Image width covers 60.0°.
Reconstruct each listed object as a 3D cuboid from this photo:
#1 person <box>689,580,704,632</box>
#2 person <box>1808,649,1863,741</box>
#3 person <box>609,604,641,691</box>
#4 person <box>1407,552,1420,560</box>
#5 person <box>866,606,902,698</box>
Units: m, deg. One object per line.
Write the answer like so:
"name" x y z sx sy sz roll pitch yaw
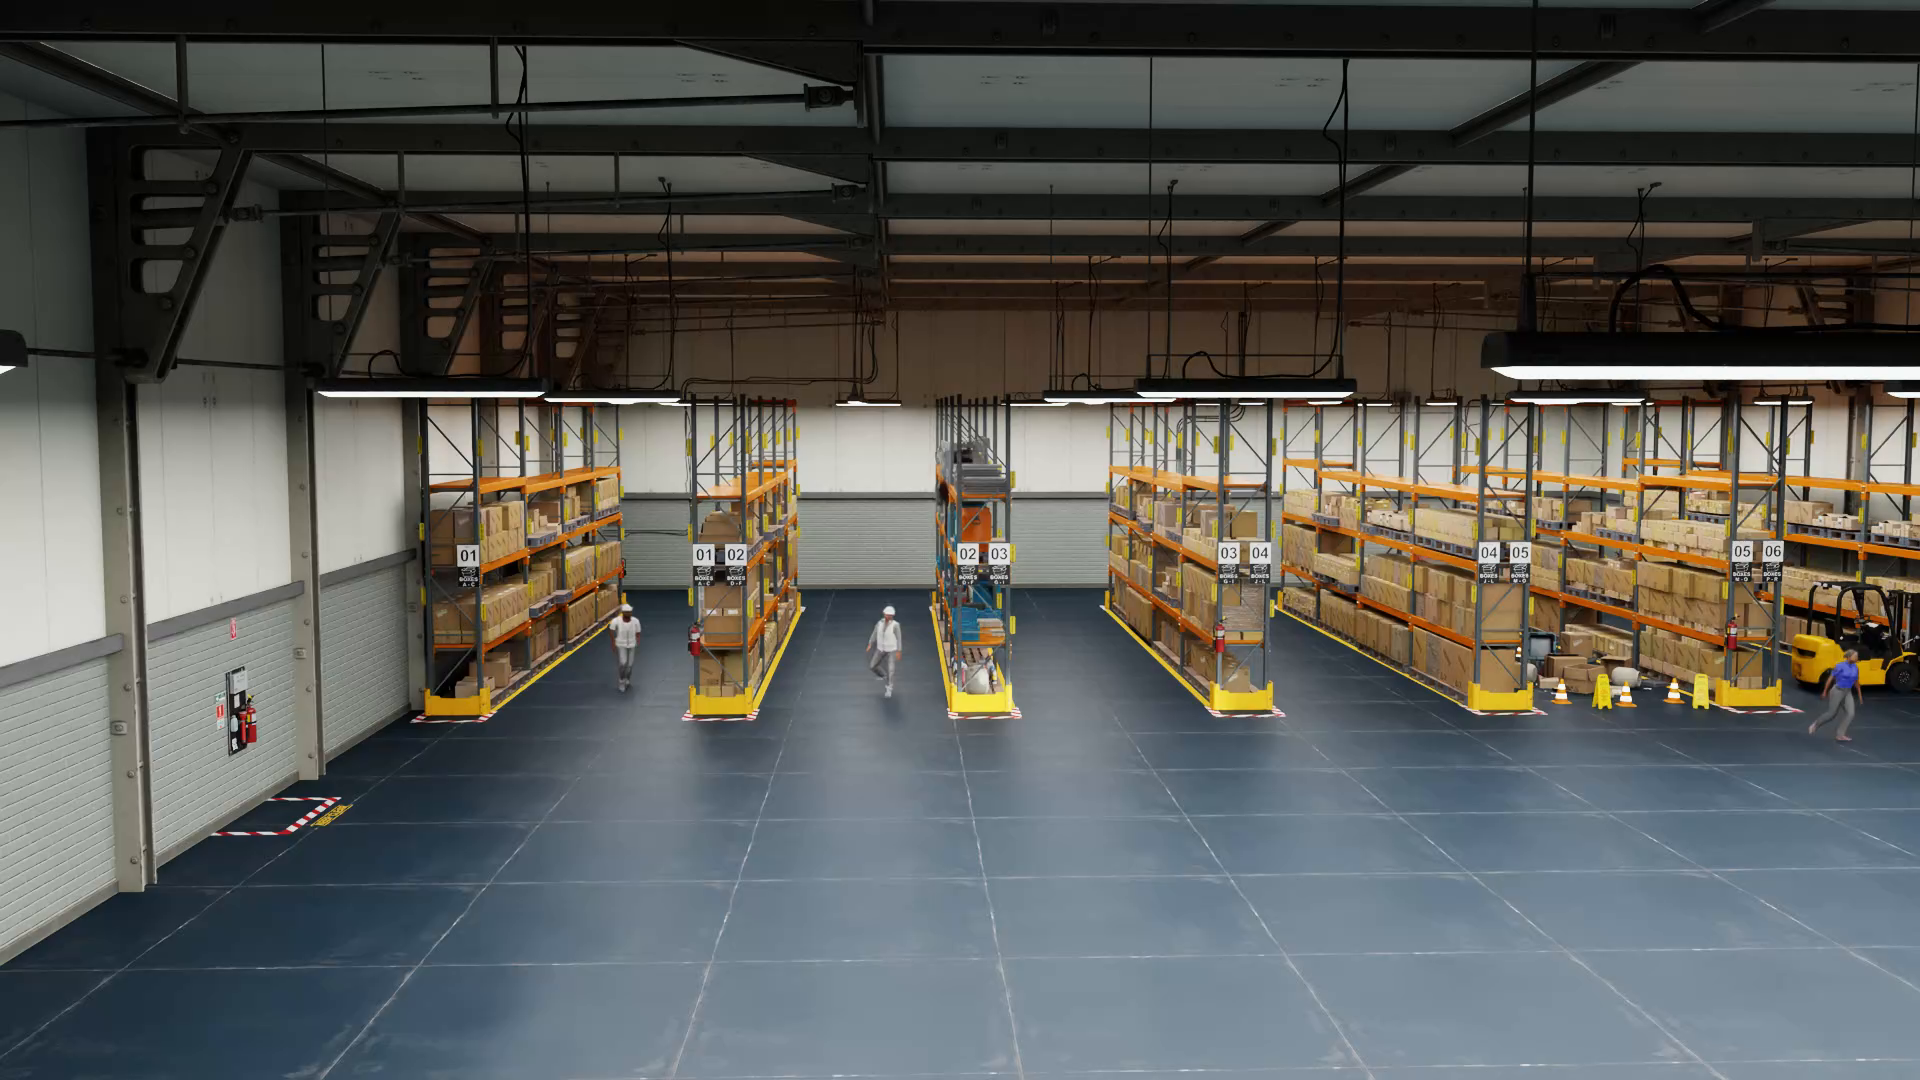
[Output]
"person" -6.562 1.537 42.259 0.658 1.728 0.642 0 4 -1
"person" 15.177 2.654 28.808 0.646 1.595 0.663 -2 5 -20
"person" -6.804 2.201 33.930 0.615 1.799 0.820 -2 5 -26
"person" 13.513 1.049 49.188 0.761 1.661 0.662 -1 5 -6
"person" -1.499 2.189 33.046 0.709 1.768 0.759 2 5 23
